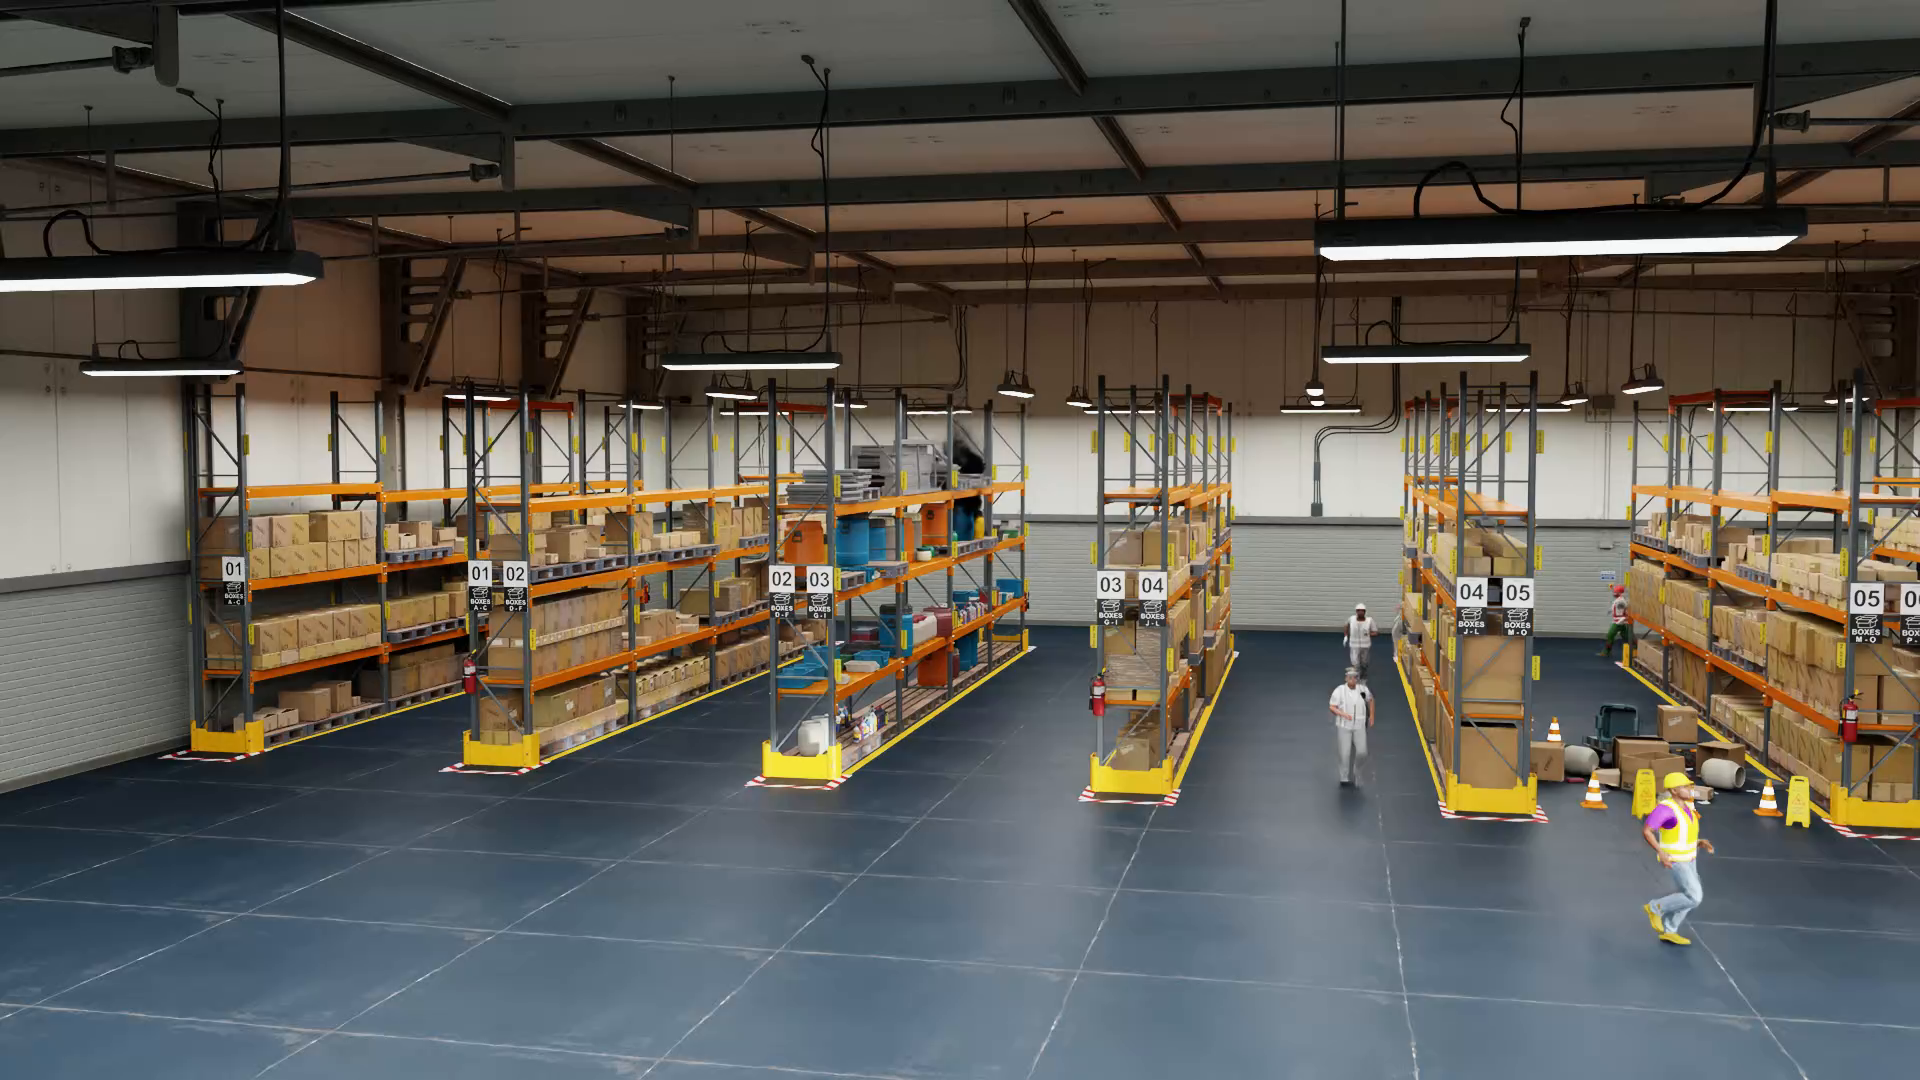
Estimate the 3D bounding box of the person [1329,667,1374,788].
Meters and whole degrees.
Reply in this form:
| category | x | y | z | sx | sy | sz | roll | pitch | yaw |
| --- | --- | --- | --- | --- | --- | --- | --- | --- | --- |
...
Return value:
| category | x | y | z | sx | sy | sz | roll | pitch | yaw |
| --- | --- | --- | --- | --- | --- | --- | --- | --- | --- |
| person | 5.742 | 2.748 | 24.282 | 0.693 | 1.812 | 0.702 | 0 | 3 | 2 |

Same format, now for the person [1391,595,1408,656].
| category | x | y | z | sx | sy | sz | roll | pitch | yaw |
| --- | --- | --- | --- | --- | --- | --- | --- | --- | --- |
| person | 10.639 | 1.905 | 39.391 | 0.795 | 1.852 | 0.704 | -1 | 3 | -12 |

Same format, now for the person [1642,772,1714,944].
| category | x | y | z | sx | sy | sz | roll | pitch | yaw |
| --- | --- | --- | --- | --- | --- | --- | --- | --- | --- |
| person | 7.207 | 3.189 | 16.652 | 0.699 | 1.722 | 0.580 | -3 | 5 | -44 |

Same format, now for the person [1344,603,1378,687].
| category | x | y | z | sx | sy | sz | roll | pitch | yaw |
| --- | --- | --- | --- | --- | --- | --- | --- | --- | --- |
| person | 8.054 | 2.169 | 33.431 | 0.674 | 1.801 | 0.957 | 1 | 3 | 14 |

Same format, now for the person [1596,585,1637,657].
| category | x | y | z | sx | sy | sz | roll | pitch | yaw |
| --- | --- | --- | --- | --- | --- | --- | --- | --- | --- |
| person | 15.416 | 1.906 | 38.821 | 1.024 | 1.729 | 0.735 | 1 | 3 | 19 |
